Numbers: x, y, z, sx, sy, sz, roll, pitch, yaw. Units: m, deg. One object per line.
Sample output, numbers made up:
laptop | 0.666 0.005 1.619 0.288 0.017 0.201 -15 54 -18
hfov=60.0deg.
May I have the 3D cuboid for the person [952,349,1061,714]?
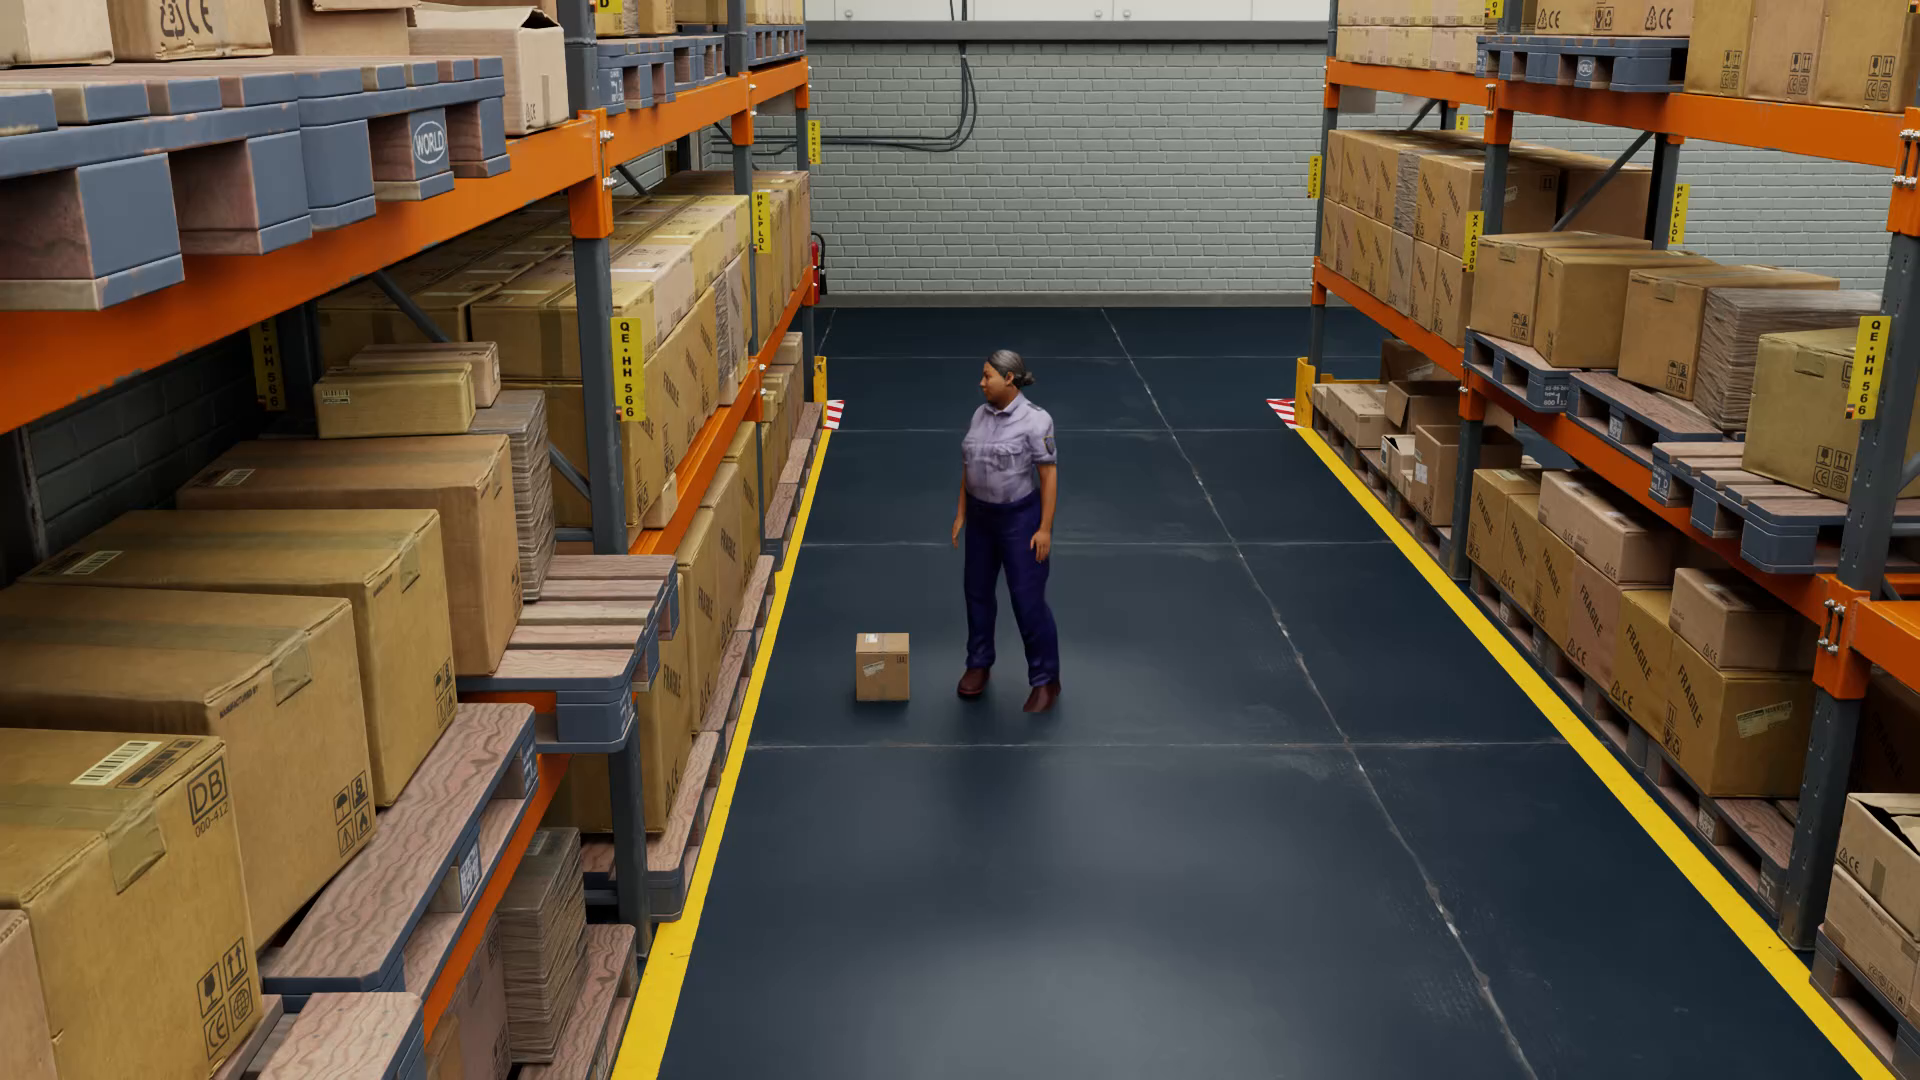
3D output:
person | 0.219 -0.039 7.744 0.577 1.685 0.398 15 23 40
